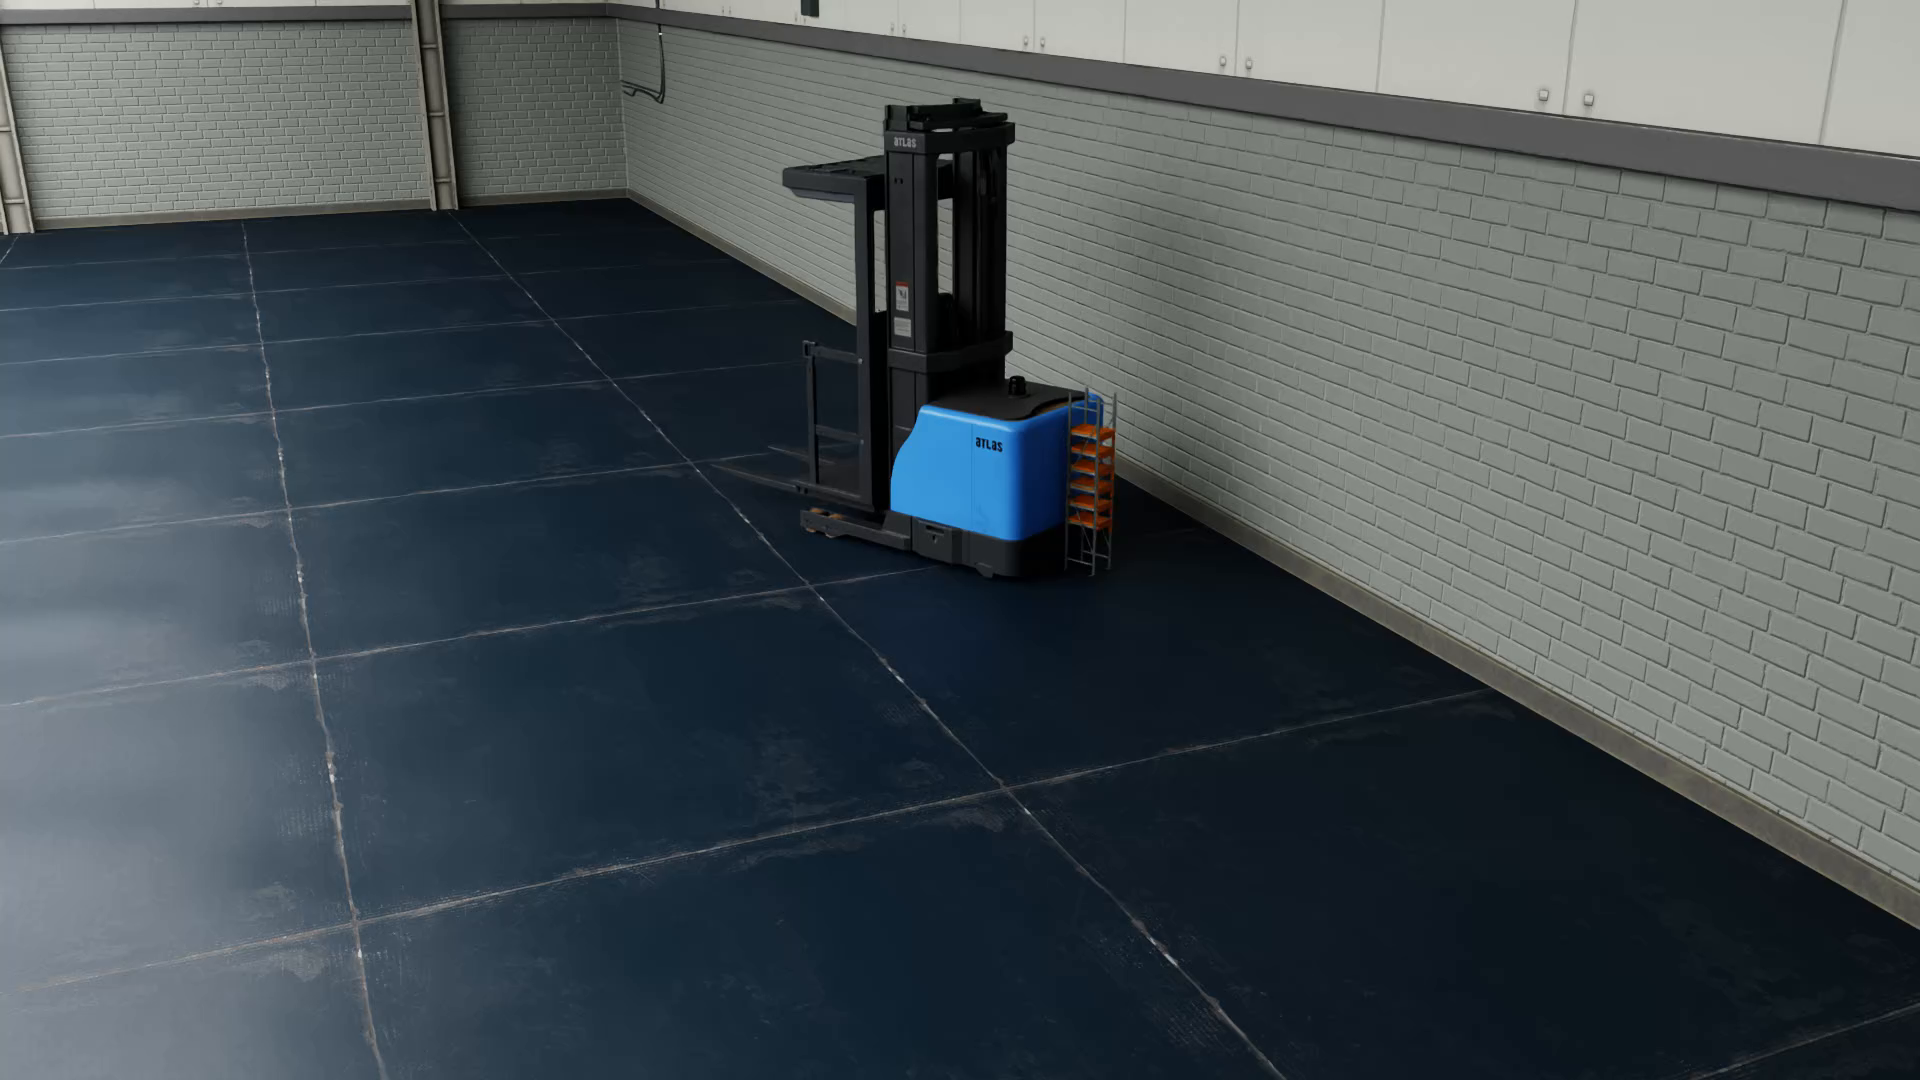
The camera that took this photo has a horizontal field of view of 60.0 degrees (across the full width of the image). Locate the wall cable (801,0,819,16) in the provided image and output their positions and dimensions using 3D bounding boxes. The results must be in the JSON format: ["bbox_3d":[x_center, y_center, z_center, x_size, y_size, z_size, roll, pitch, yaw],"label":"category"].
[{"bbox_3d":[-1.251,-8.227,16.217,0.169,6.003,2.305,-8,21,-22],"label":"wall cable"}]

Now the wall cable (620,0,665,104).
[{"bbox_3d":[-4.997,-8.055,25.526,0.112,2.526,3.097,-8,21,-22],"label":"wall cable"}]

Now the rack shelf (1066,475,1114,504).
[{"bbox_3d":[0.842,-0.328,10.778,0.258,0.103,0.180,15,24,36],"label":"rack shelf"}]

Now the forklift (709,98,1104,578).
[{"bbox_3d":[-0.495,-1.515,11.412,3.031,2.935,1.130,15,24,36],"label":"forklift"}]

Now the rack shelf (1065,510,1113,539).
[{"bbox_3d":[0.842,-0.101,10.859,0.258,0.103,0.180,15,24,36],"label":"rack shelf"}]

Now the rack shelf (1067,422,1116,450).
[{"bbox_3d":[0.843,-0.667,10.658,0.258,0.103,0.180,15,24,36],"label":"rack shelf"}]

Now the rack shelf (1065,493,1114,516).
[{"bbox_3d":[0.842,-0.215,10.819,0.258,0.103,0.180,15,24,36],"label":"rack shelf"}]

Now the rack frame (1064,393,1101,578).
[{"bbox_3d":[0.785,-0.346,10.696,0.240,1.200,0.006,15,24,36],"label":"rack frame"}]

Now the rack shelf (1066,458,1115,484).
[{"bbox_3d":[0.843,-0.441,10.738,0.258,0.103,0.180,15,24,36],"label":"rack shelf"}]

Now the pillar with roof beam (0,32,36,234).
[{"bbox_3d":[-12.029,-7.434,19.084,0.400,9.000,9.100,-8,21,-22],"label":"pillar with roof beam"}]

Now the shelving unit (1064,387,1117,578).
[{"bbox_3d":[0.842,-0.370,10.764,0.258,1.200,0.189,15,24,36],"label":"shelving unit"}]

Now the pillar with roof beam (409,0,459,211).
[{"bbox_3d":[-6.520,-8.223,21.326,0.400,9.000,9.100,-8,21,-22],"label":"pillar with roof beam"}]

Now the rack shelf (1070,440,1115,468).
[{"bbox_3d":[0.843,-0.554,10.698,0.258,0.103,0.180,15,24,36],"label":"rack shelf"}]

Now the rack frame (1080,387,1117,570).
[{"bbox_3d":[0.900,-0.393,10.831,0.240,1.200,0.006,15,24,36],"label":"rack frame"}]
